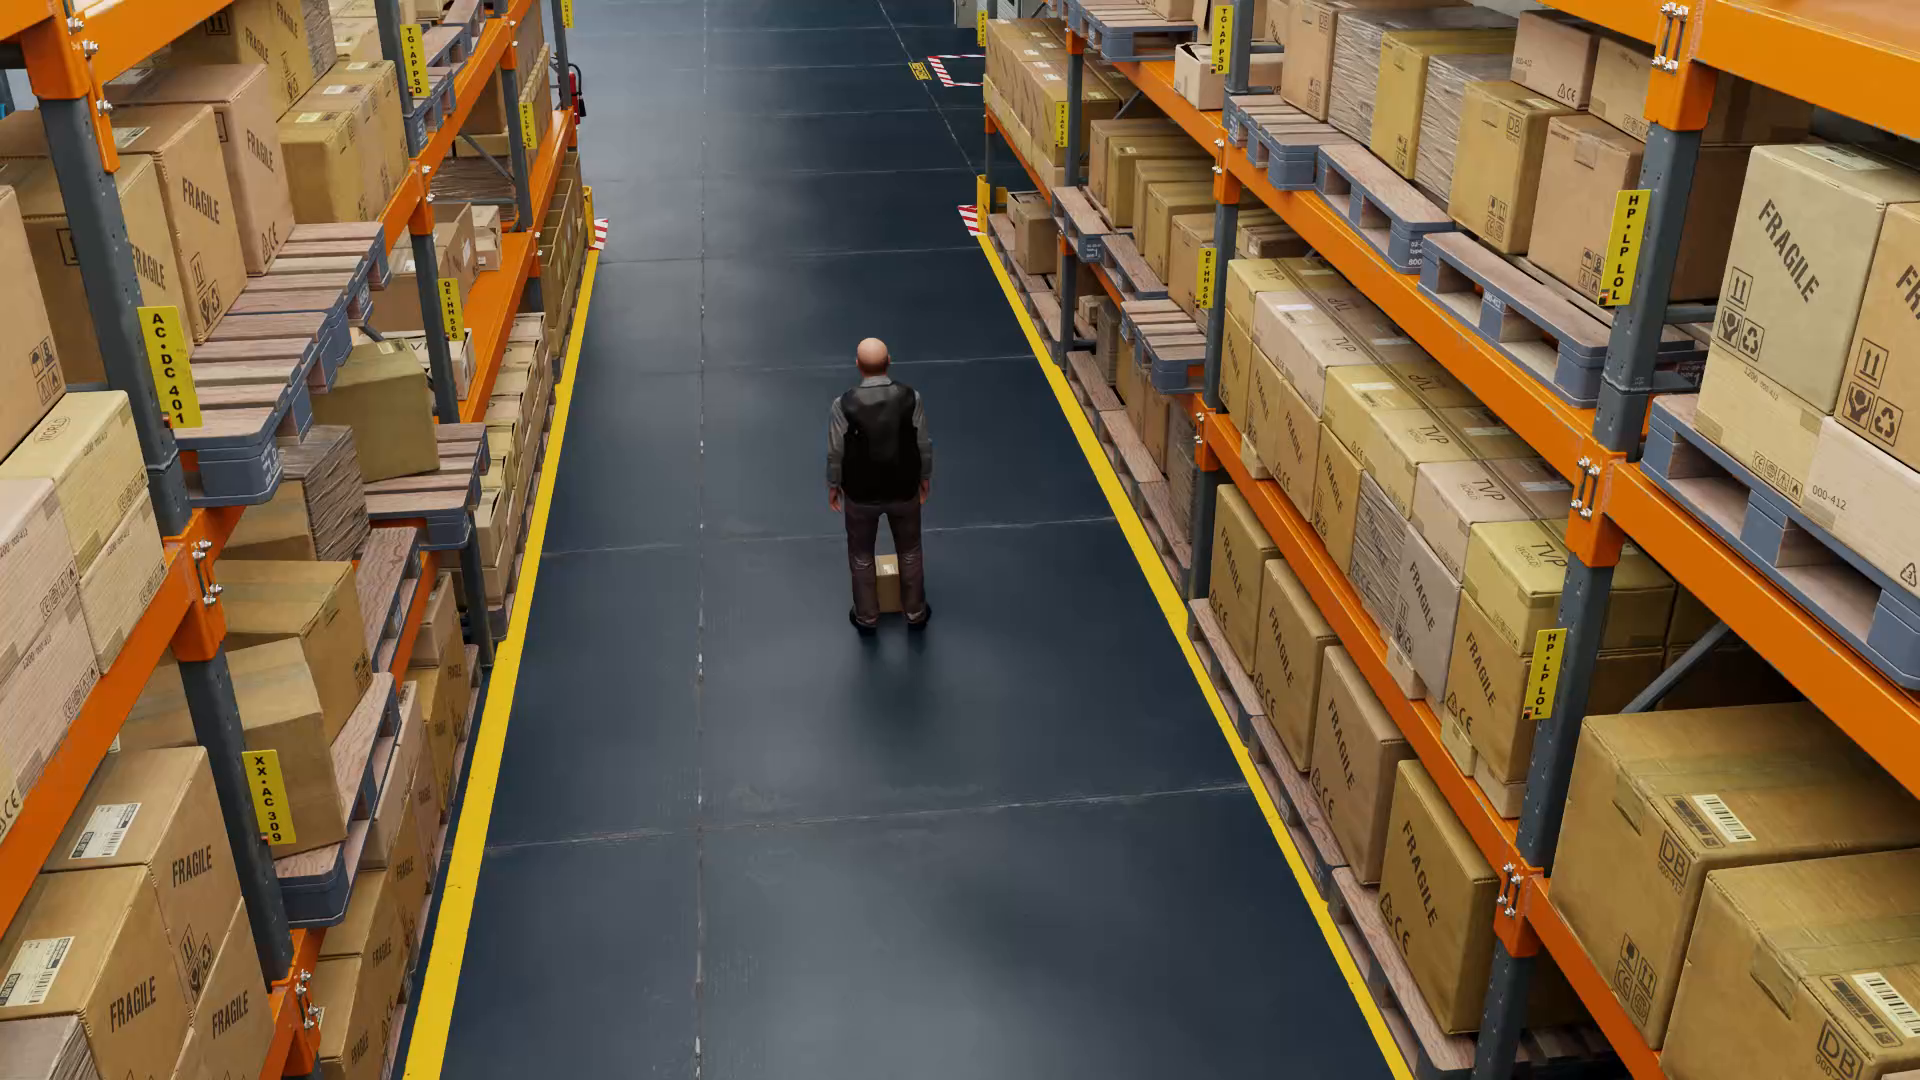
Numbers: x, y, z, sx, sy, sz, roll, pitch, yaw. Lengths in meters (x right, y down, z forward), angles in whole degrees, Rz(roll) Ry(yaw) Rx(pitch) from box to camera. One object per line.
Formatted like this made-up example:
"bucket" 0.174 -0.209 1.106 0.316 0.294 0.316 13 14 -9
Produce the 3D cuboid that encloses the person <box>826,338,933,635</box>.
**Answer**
"person" -0.437 -0.227 9.198 0.592 1.622 0.415 -5 27 -9
